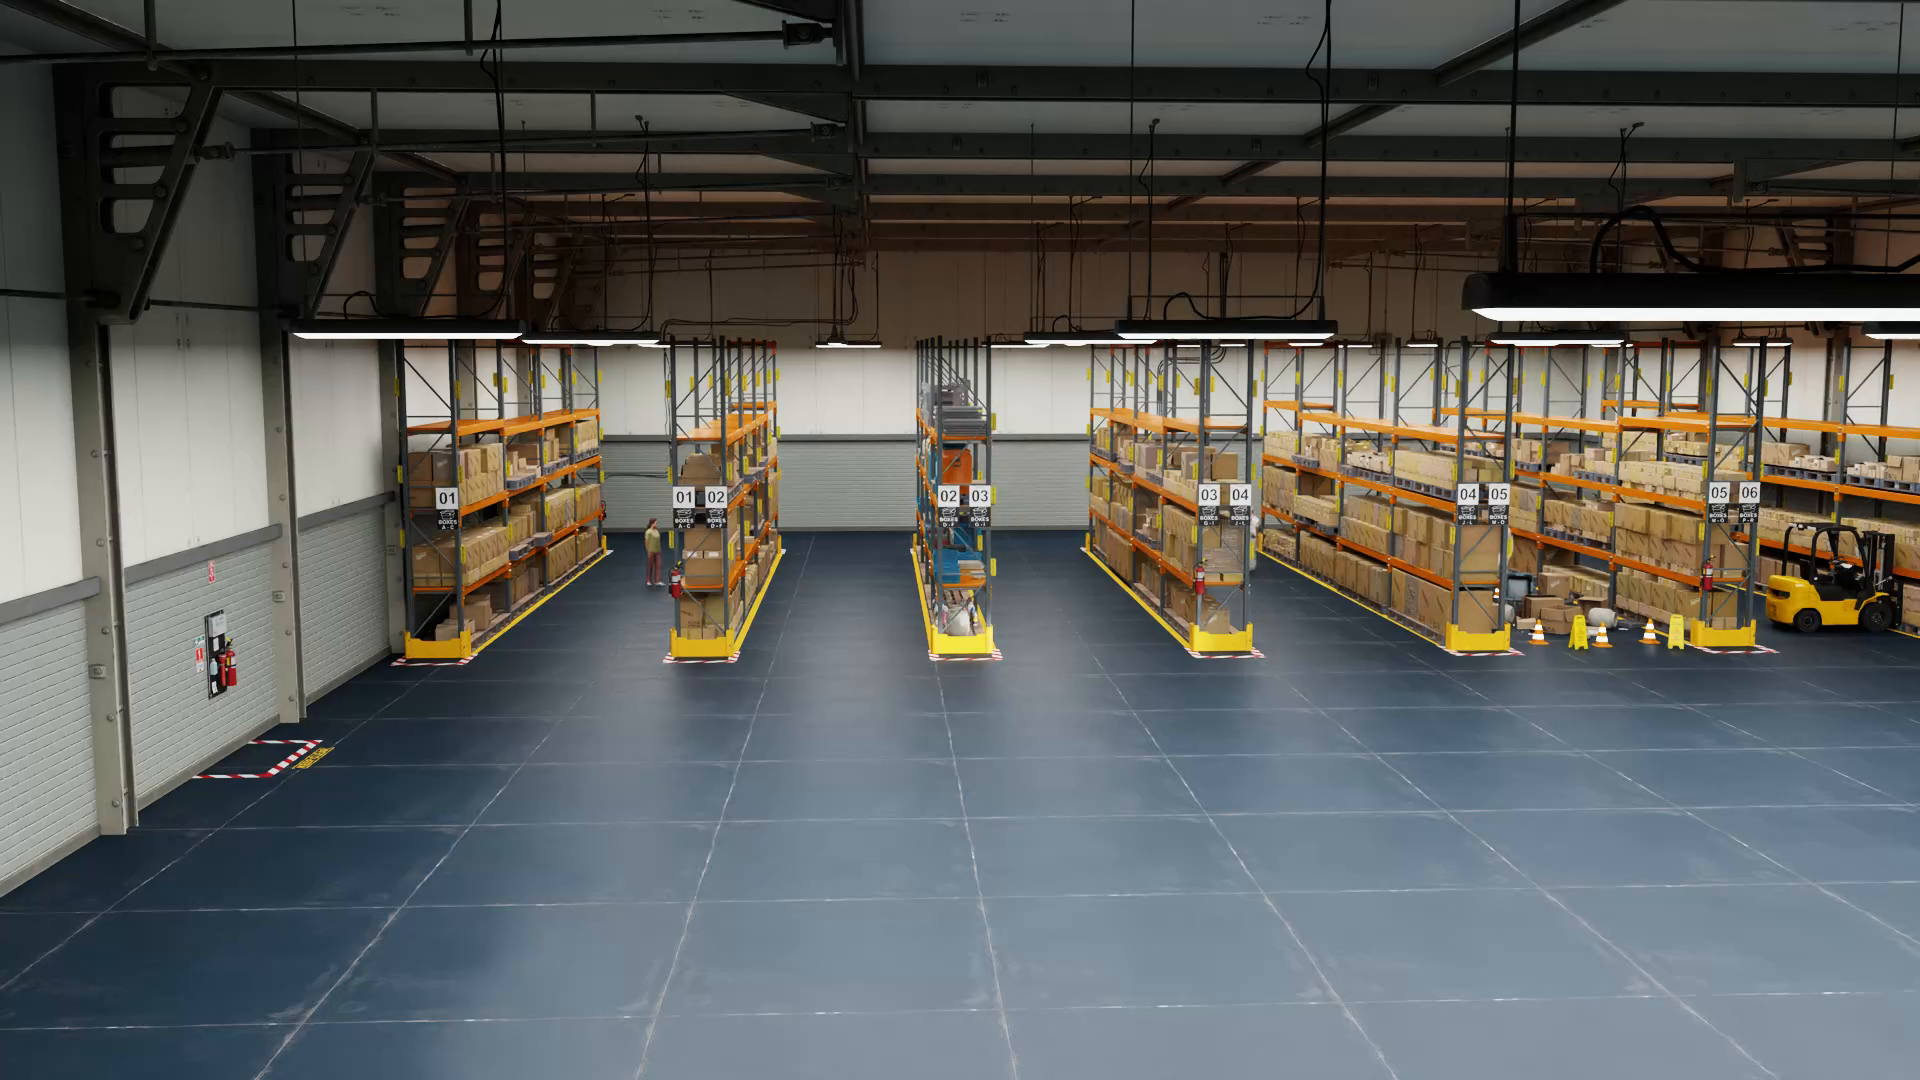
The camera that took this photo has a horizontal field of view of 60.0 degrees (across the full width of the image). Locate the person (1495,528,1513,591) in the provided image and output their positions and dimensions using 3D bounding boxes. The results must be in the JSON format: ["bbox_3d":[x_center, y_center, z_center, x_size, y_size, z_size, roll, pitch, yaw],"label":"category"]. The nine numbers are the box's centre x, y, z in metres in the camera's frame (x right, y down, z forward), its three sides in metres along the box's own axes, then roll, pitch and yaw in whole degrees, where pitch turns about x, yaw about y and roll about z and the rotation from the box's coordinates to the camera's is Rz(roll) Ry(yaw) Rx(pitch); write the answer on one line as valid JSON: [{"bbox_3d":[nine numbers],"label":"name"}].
[{"bbox_3d":[12.858,0.459,39.461,0.629,1.627,0.580,-2,7,-14],"label":"person"}]

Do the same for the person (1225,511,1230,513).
[{"bbox_3d":[7.570,-0.620,48.191,0.923,1.718,0.563,-6,9,-43],"label":"person"}]

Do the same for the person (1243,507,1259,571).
[{"bbox_3d":[7.605,-0.045,43.560,0.415,1.668,0.535,-2,7,-14],"label":"person"}]

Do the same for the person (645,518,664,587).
[{"bbox_3d":[-7.499,0.298,40.557,0.447,1.677,0.451,-5,8,-40],"label":"person"}]
